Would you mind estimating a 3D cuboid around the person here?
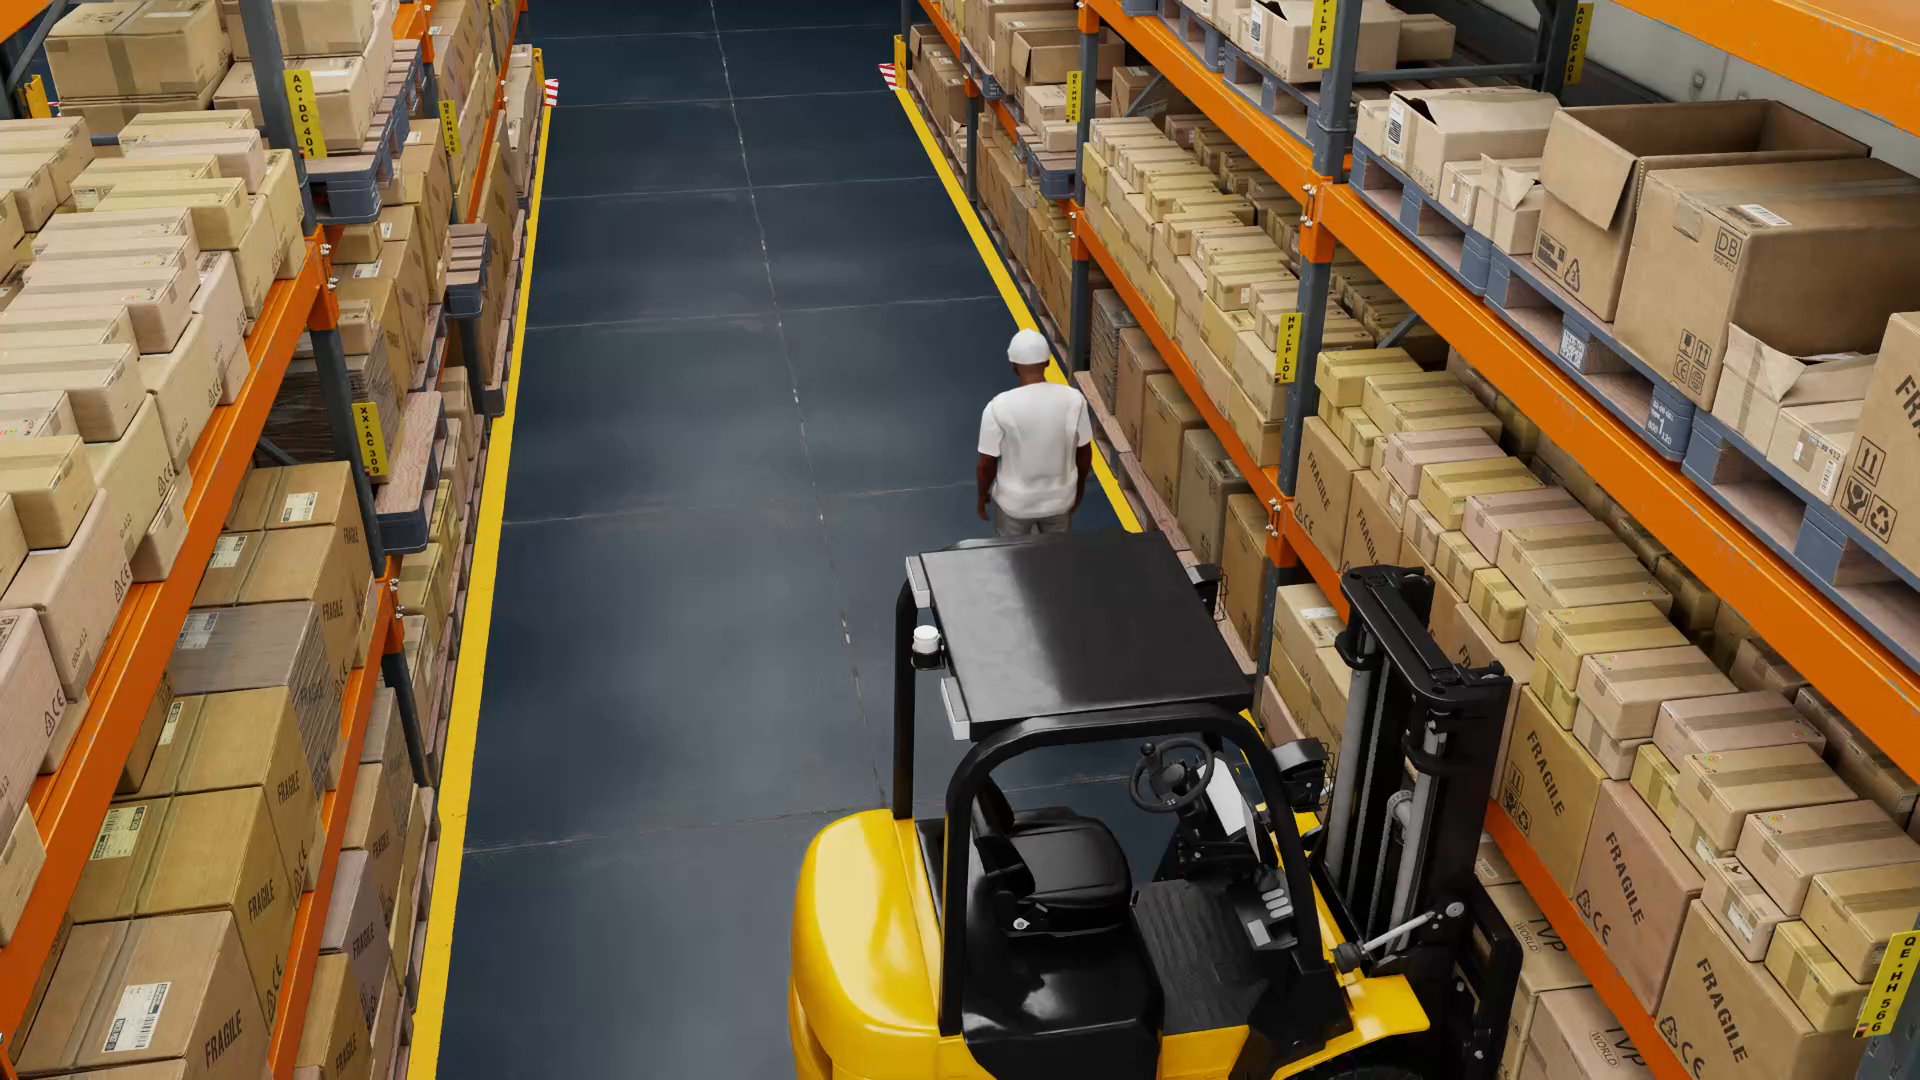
[{"bbox_3d":[0.372,-0.236,8.520,0.604,1.761,0.446,-6,31,-10],"label":"person"}]
